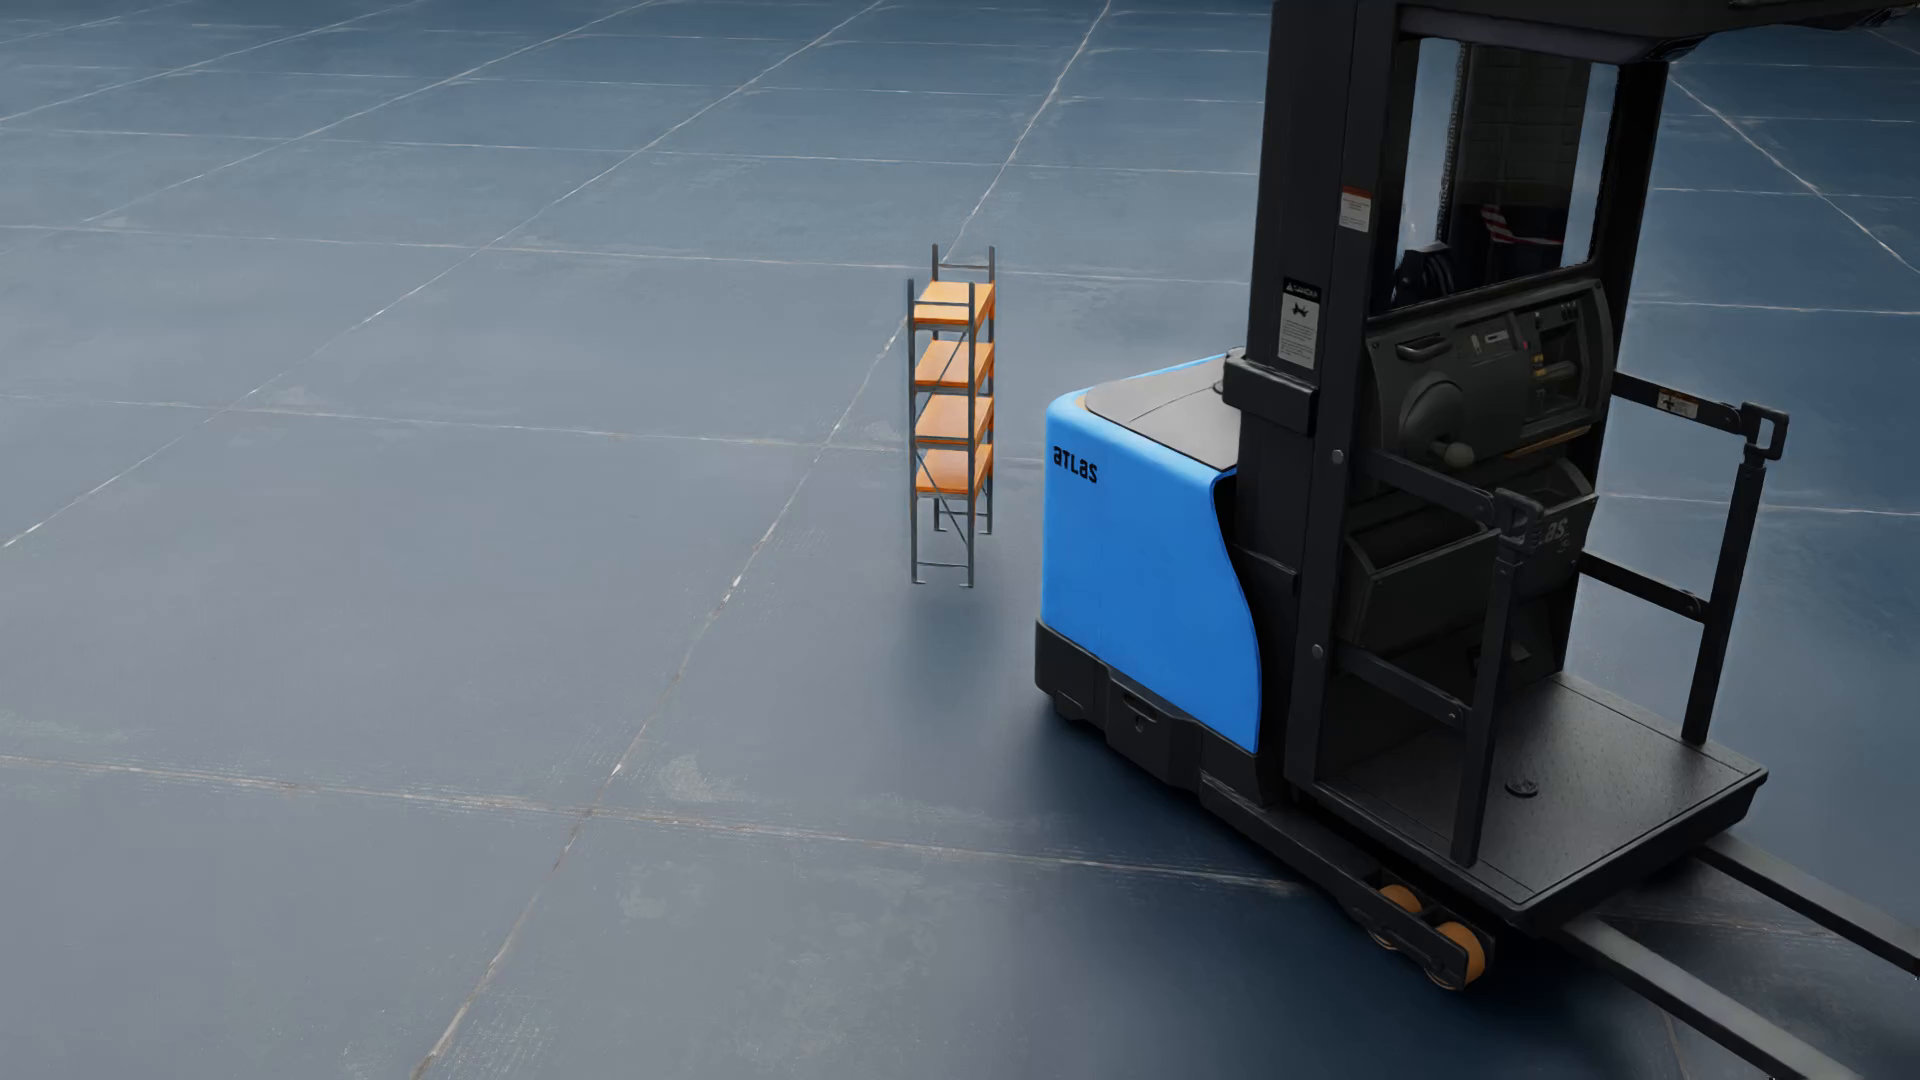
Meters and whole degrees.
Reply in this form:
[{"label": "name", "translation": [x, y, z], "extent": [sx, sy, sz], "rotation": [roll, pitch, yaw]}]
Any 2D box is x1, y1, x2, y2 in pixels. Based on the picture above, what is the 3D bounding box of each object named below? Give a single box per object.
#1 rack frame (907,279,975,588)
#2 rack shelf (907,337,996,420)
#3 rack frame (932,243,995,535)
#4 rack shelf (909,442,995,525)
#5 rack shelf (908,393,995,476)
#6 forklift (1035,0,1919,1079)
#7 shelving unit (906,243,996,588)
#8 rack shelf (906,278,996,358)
[{"label": "rack frame", "translation": [-0.067, -0.372, 6.130], "extent": [0.240, 1.200, 0.015], "rotation": [4, 25, 9]}, {"label": "rack shelf", "translation": [-0.027, -0.616, 6.281], "extent": [0.258, 0.148, 0.480], "rotation": [4, 25, 9]}, {"label": "rack frame", "translation": [0.013, -0.576, 6.566], "extent": [0.240, 1.200, 0.015], "rotation": [4, 25, 9]}, {"label": "rack shelf", "translation": [-0.027, -0.233, 6.460], "extent": [0.258, 0.148, 0.480], "rotation": [4, 25, 9]}, {"label": "rack shelf", "translation": [-0.027, -0.413, 6.376], "extent": [0.258, 0.148, 0.480], "rotation": [4, 25, 9]}, {"label": "forklift", "translation": [1.511, -0.406, 4.160], "extent": [1.130, 2.935, 3.031], "rotation": [-17, 30, -32]}, {"label": "shelving unit", "translation": [-0.027, -0.474, 6.348], "extent": [0.258, 1.200, 0.503], "rotation": [4, 25, 9]}, {"label": "rack shelf", "translation": [-0.027, -0.830, 6.181], "extent": [0.258, 0.148, 0.480], "rotation": [4, 25, 9]}]
